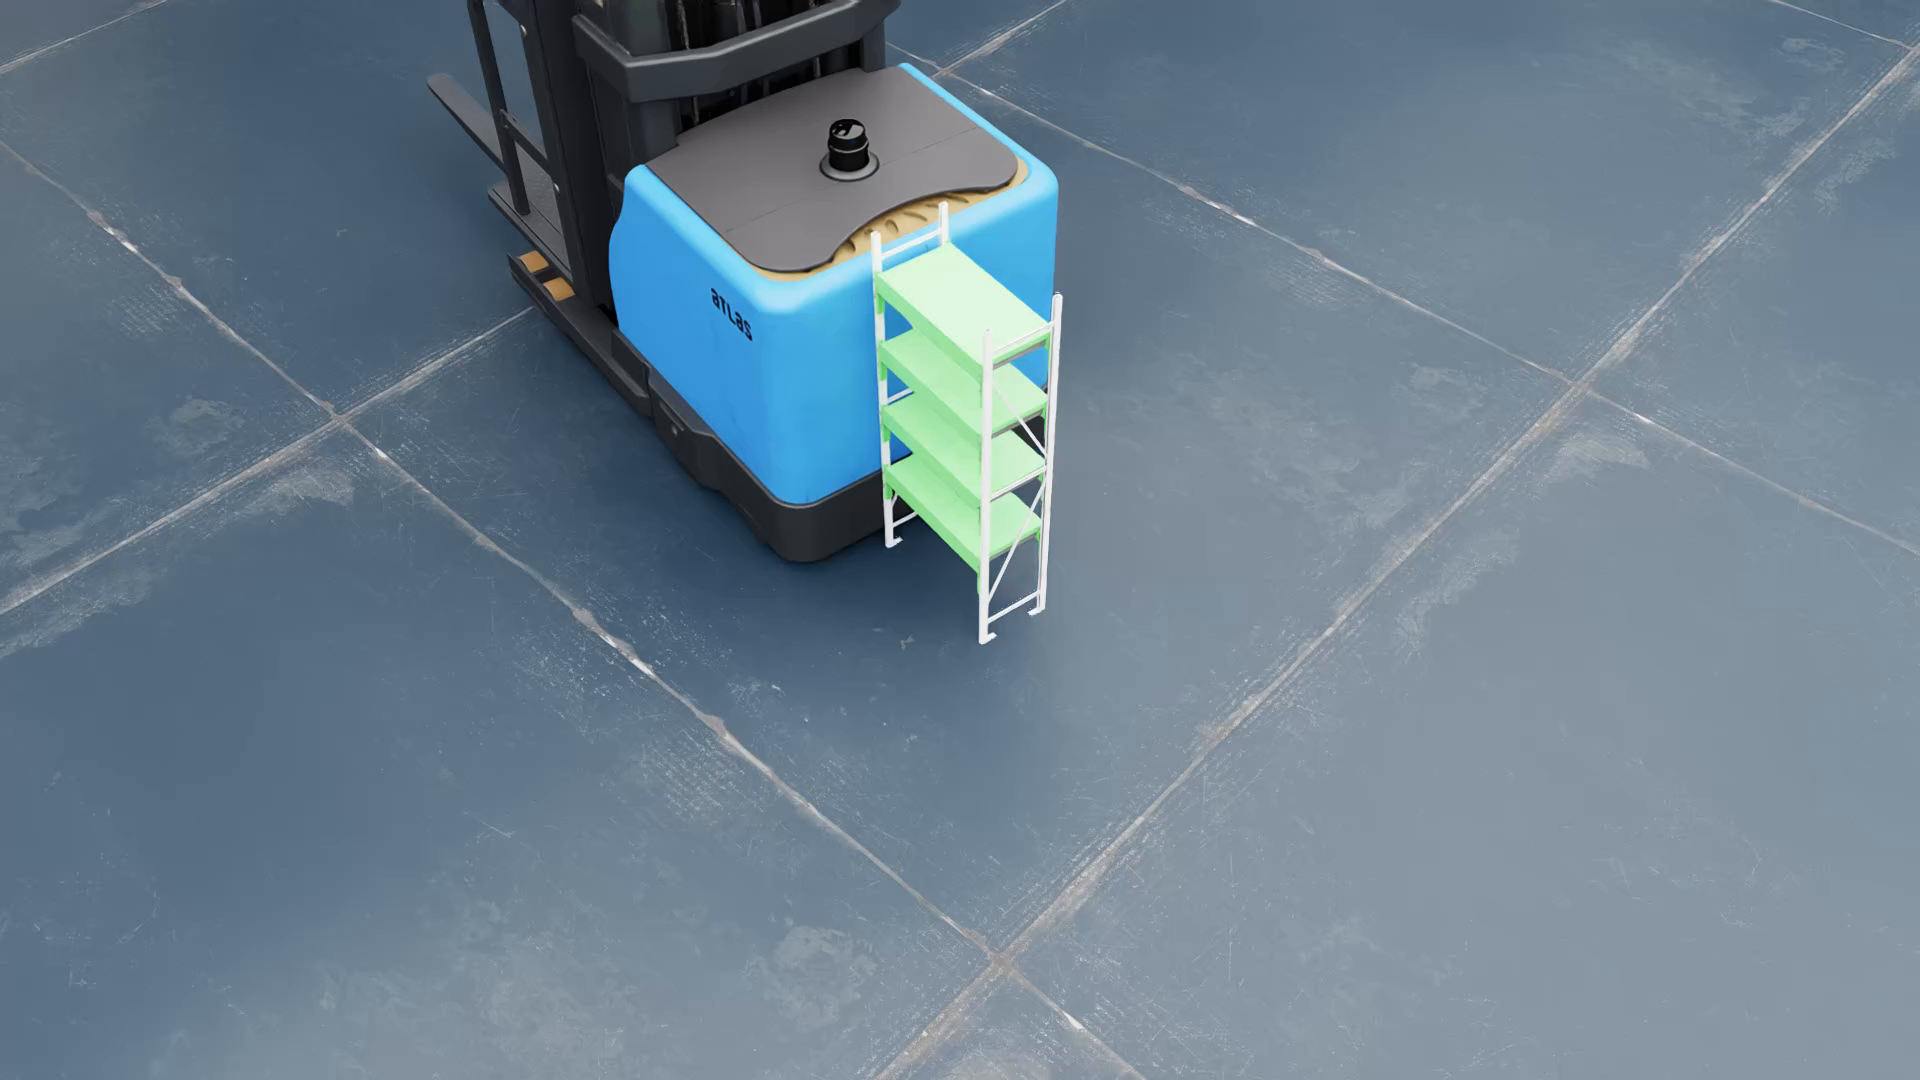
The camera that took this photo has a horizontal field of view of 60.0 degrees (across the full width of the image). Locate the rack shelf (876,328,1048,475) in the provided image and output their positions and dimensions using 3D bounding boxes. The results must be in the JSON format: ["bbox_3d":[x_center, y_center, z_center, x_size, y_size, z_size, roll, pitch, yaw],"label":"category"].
[{"bbox_3d":[0.012,-0.417,4.577,0.258,0.148,0.480,-28,53,-24],"label":"rack shelf"}]

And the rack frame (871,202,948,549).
[{"bbox_3d":[-0.133,-0.440,4.840,0.240,1.200,0.015,-28,53,-24],"label":"rack frame"}]

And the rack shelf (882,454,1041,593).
[{"bbox_3d":[0.012,-0.089,4.927,0.258,0.148,0.480,-28,53,-24],"label":"rack shelf"}]

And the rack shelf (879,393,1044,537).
[{"bbox_3d":[0.012,-0.253,4.752,0.258,0.148,0.480,-28,53,-24],"label":"rack shelf"}]

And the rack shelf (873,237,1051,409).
[{"bbox_3d":[0.012,-0.582,4.402,0.258,0.148,0.480,-28,53,-24],"label":"rack shelf"}]

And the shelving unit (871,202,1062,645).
[{"bbox_3d":[0.012,-0.297,4.706,0.258,1.200,0.503,-28,53,-24],"label":"shelving unit"}]

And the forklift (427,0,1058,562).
[{"bbox_3d":[-0.979,-1.969,5.088,1.130,2.935,3.031,-28,53,-24],"label":"forklift"}]

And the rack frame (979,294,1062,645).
[{"bbox_3d":[0.157,-0.154,4.571,0.240,1.200,0.015,-28,53,-24],"label":"rack frame"}]
